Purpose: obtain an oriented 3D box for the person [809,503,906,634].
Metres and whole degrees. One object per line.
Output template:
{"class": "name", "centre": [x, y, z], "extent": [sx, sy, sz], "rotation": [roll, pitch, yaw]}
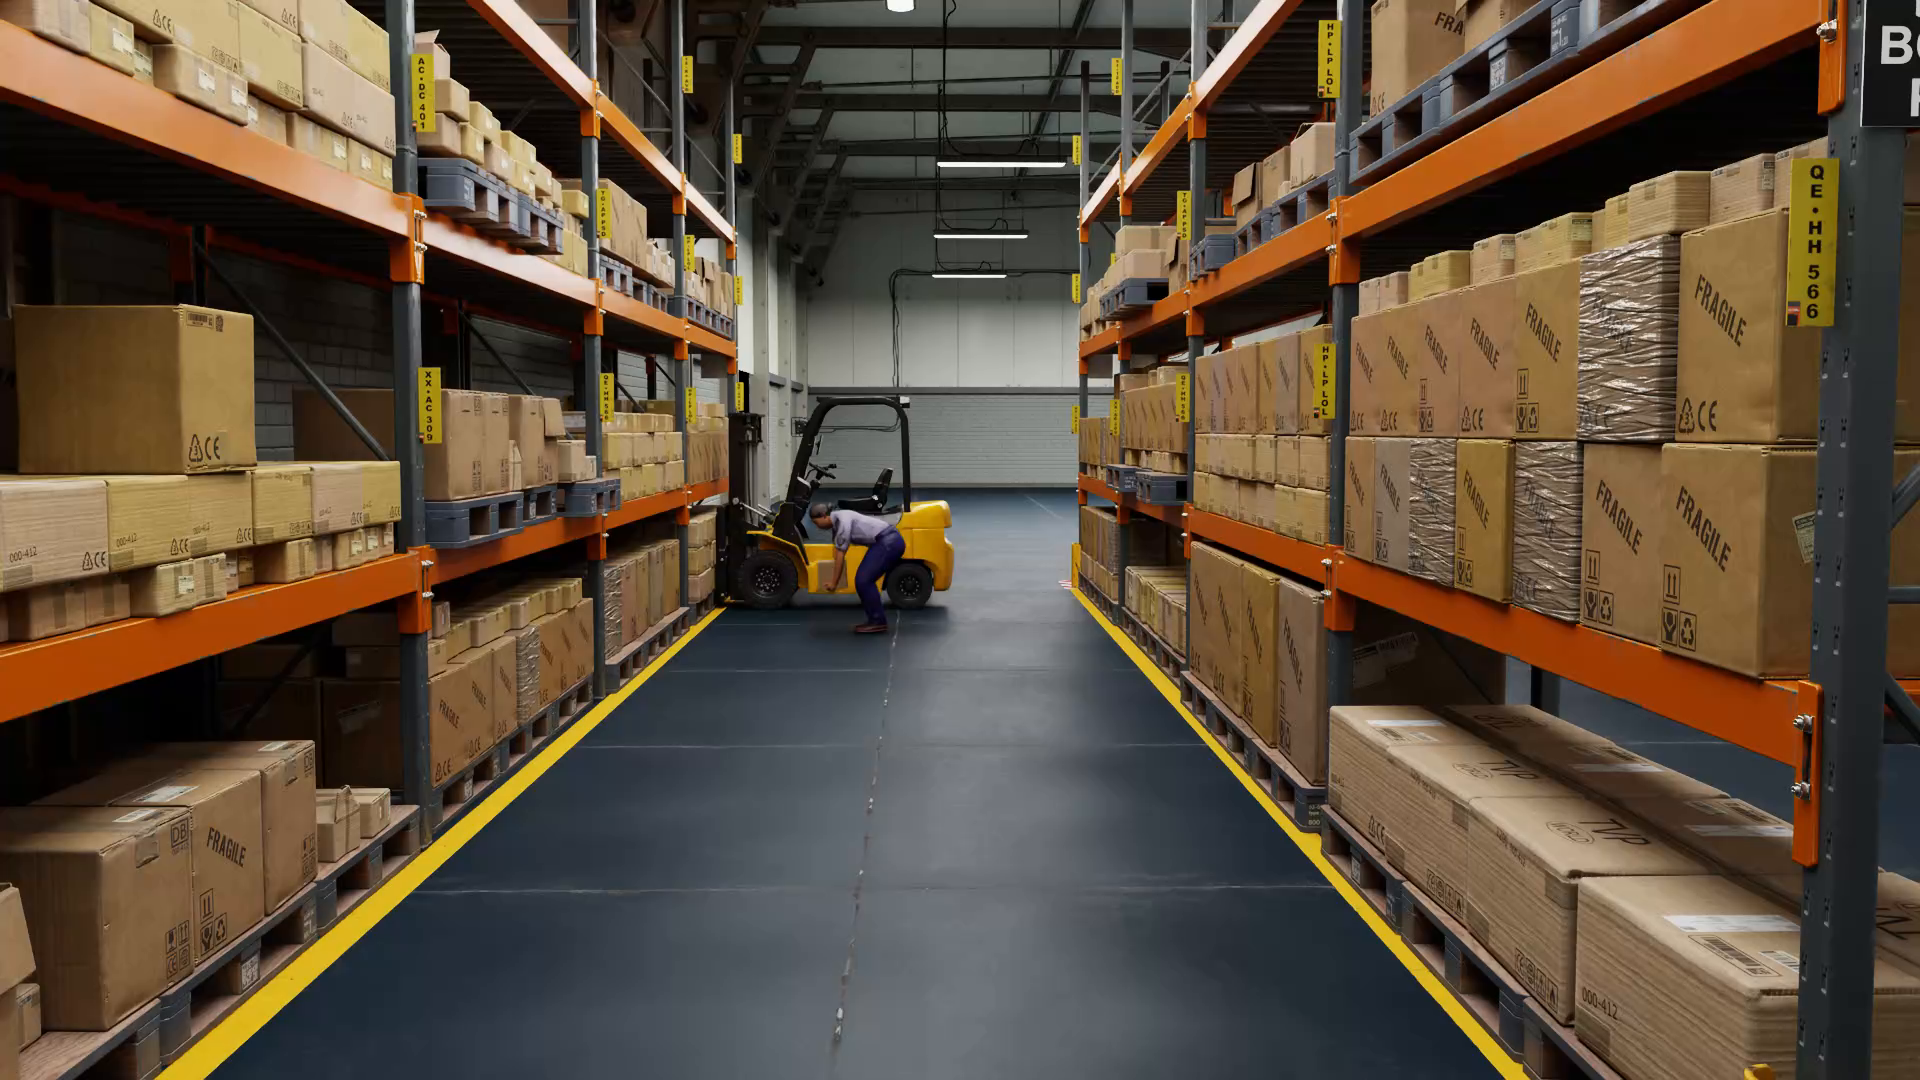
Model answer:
{"class": "person", "centre": [-0.923, 0.248, 15.000], "extent": [0.865, 1.172, 0.469], "rotation": [0, 4, -4]}
